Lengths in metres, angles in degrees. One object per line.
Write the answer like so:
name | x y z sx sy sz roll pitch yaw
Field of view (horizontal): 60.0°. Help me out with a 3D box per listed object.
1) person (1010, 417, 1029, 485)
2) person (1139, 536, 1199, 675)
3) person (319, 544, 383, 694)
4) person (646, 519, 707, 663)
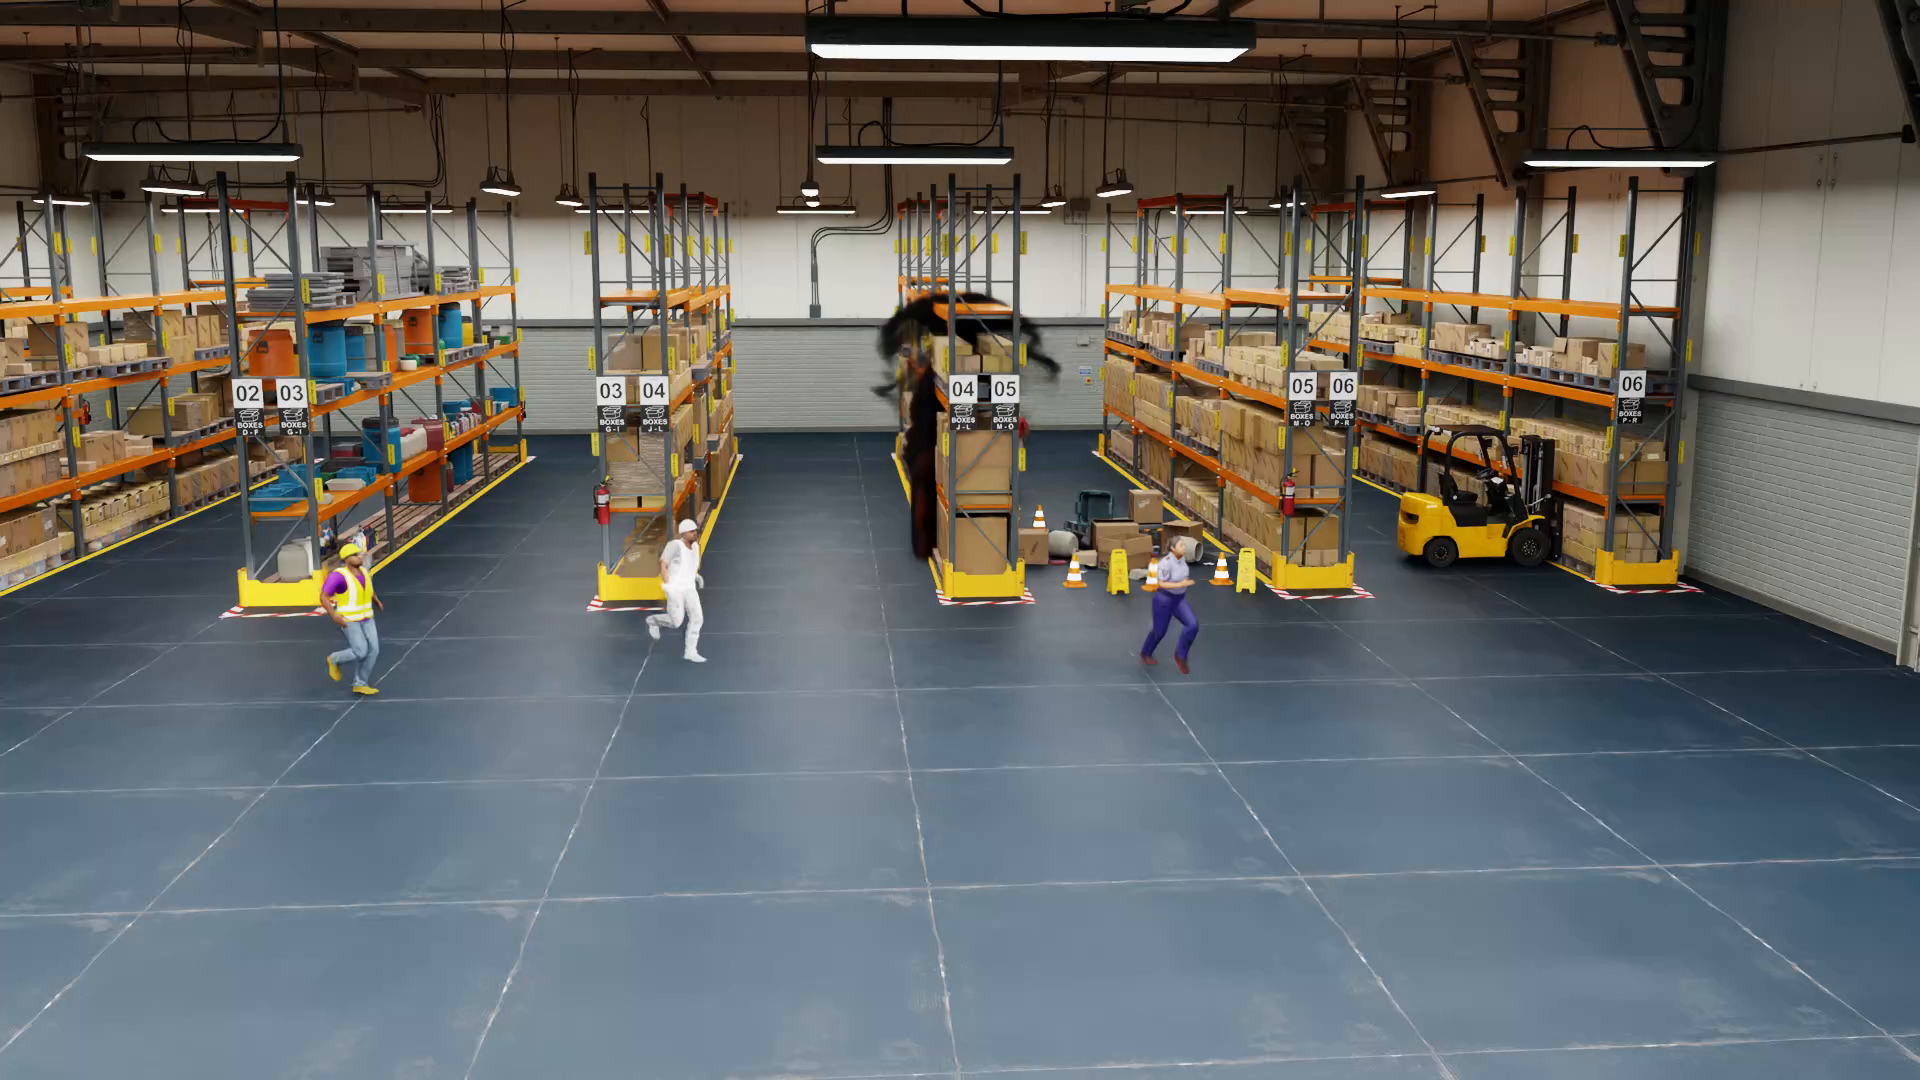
person | 1.121 -1.988 35.184 0.677 1.679 0.592 0 10 -2
person | 2.477 0.770 19.728 0.627 1.659 0.818 -10 14 -44
person | -6.854 0.887 18.768 0.581 1.717 0.743 5 11 25
person | -3.469 0.604 20.387 0.892 1.756 0.687 6 12 31
